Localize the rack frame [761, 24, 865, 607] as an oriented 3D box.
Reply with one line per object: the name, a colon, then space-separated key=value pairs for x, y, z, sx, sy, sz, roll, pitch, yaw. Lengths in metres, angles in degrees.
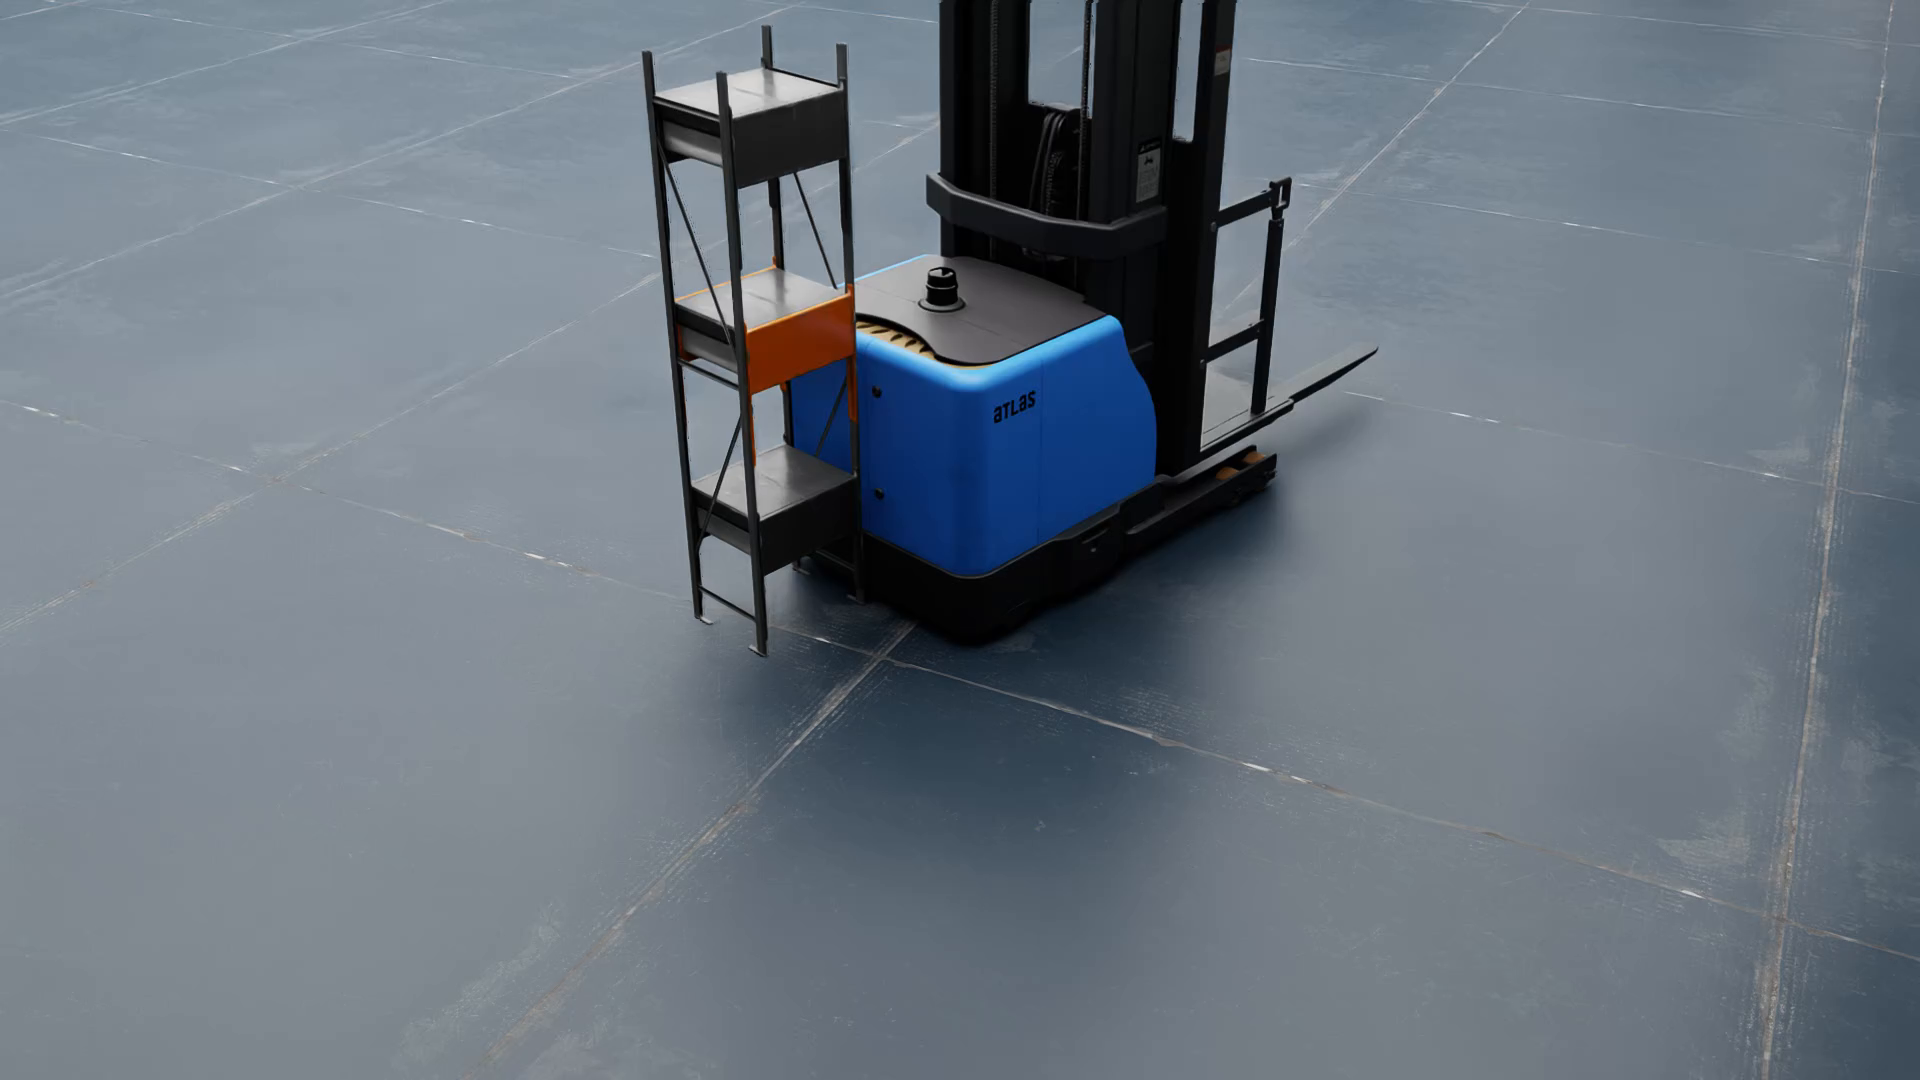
rack frame: x=-0.509 y=-0.729 z=5.911 sx=0.400 sy=2.100 sz=0.015 roll=25 pitch=38 yaw=37

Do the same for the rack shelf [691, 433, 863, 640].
rack shelf: x=-0.678 y=-0.022 z=6.113 sx=0.431 sy=0.518 sz=0.480 roll=25 pitch=38 yaw=37

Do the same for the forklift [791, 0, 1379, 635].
forklift: x=0.707 y=-1.569 z=6.539 sx=1.130 sy=2.935 sz=3.031 roll=25 pitch=38 yaw=37

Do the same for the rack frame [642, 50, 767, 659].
rack frame: x=-0.846 y=-0.553 z=5.605 sx=0.400 sy=2.100 sz=0.015 roll=25 pitch=38 yaw=37

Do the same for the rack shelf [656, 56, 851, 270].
rack shelf: x=-0.678 y=-1.236 z=5.416 sx=0.431 sy=0.518 sz=0.480 roll=25 pitch=38 yaw=37

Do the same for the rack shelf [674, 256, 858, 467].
rack shelf: x=-0.678 y=-0.629 z=5.765 sx=0.431 sy=0.518 sz=0.480 roll=25 pitch=38 yaw=37

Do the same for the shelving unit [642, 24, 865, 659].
shelving unit: x=-0.678 y=-0.641 z=5.758 sx=0.431 sy=2.100 sz=0.503 roll=25 pitch=38 yaw=37
